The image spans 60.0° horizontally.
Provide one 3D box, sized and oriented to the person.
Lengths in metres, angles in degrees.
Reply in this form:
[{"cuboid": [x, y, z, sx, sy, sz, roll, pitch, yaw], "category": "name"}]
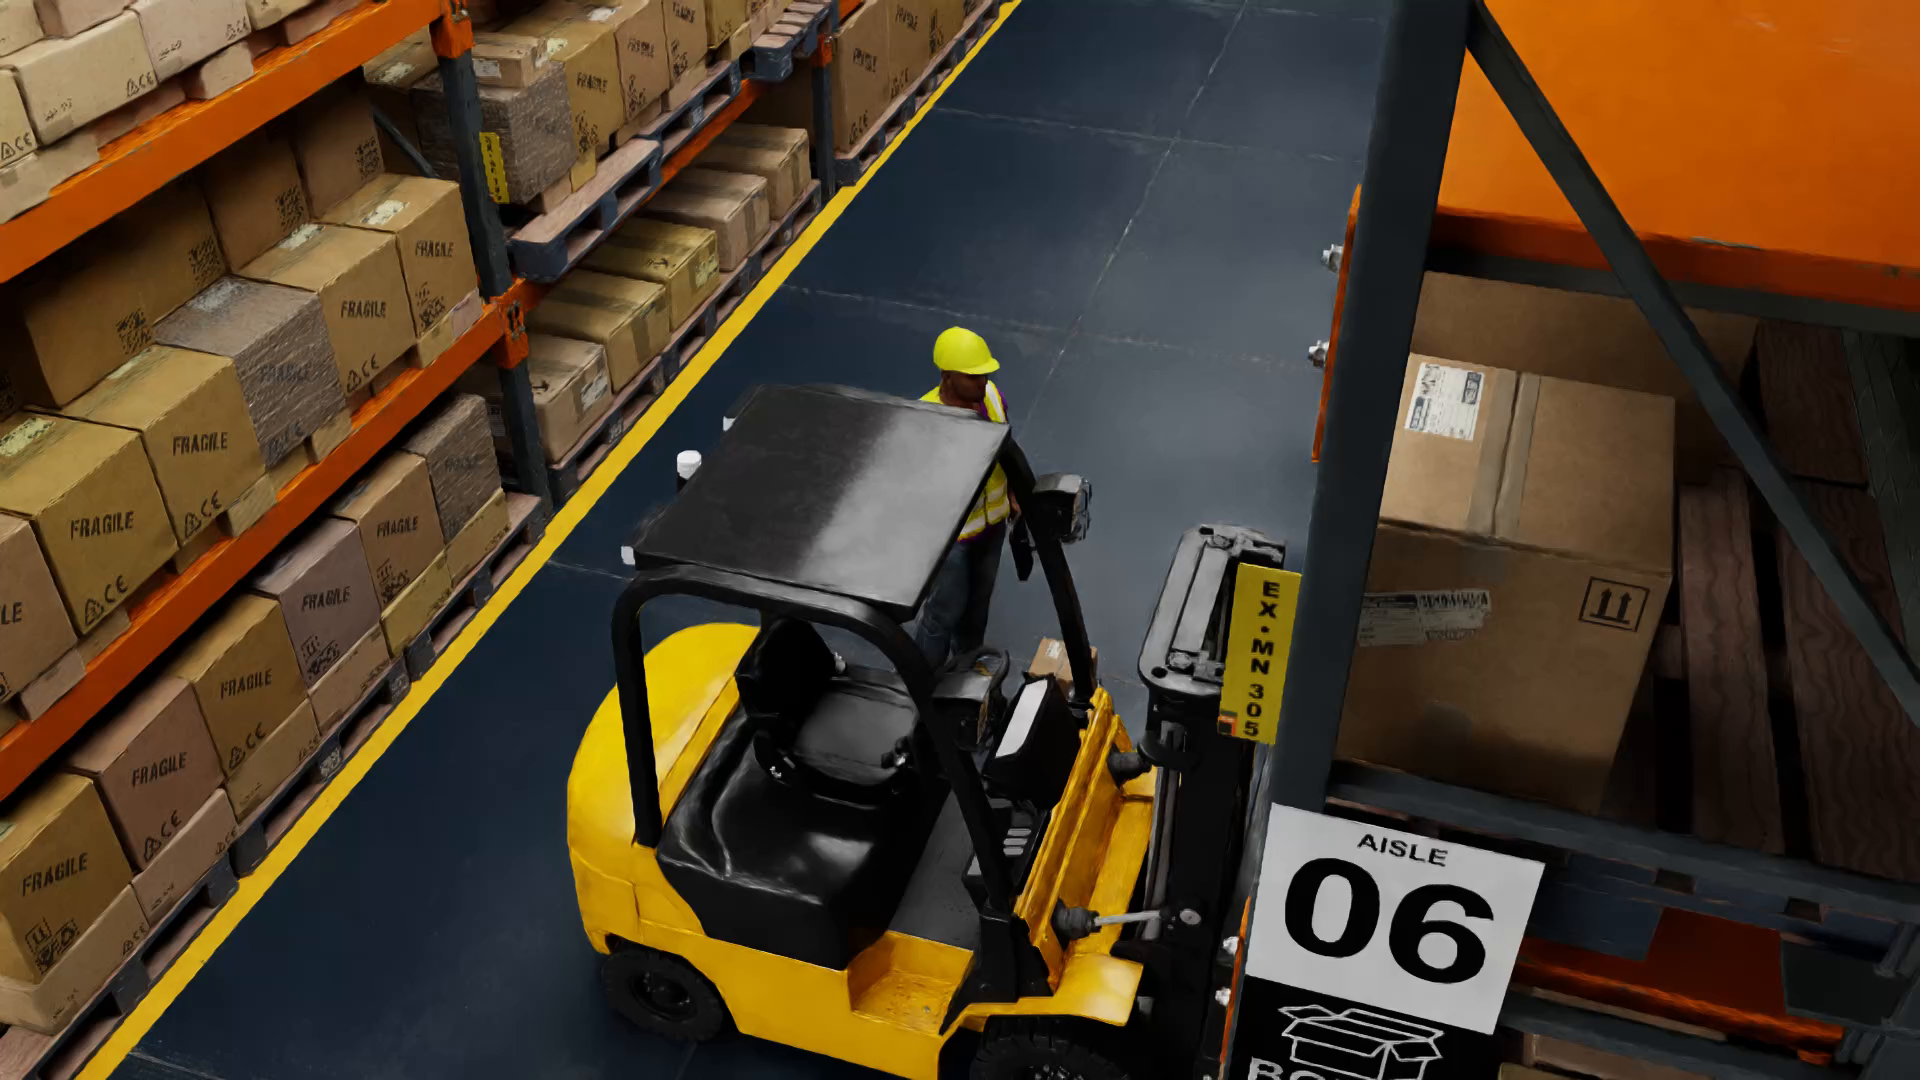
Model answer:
[{"cuboid": [0.012, -0.059, 6.937, 0.683, 1.773, 0.421, -30, 46, -34], "category": "person"}]
